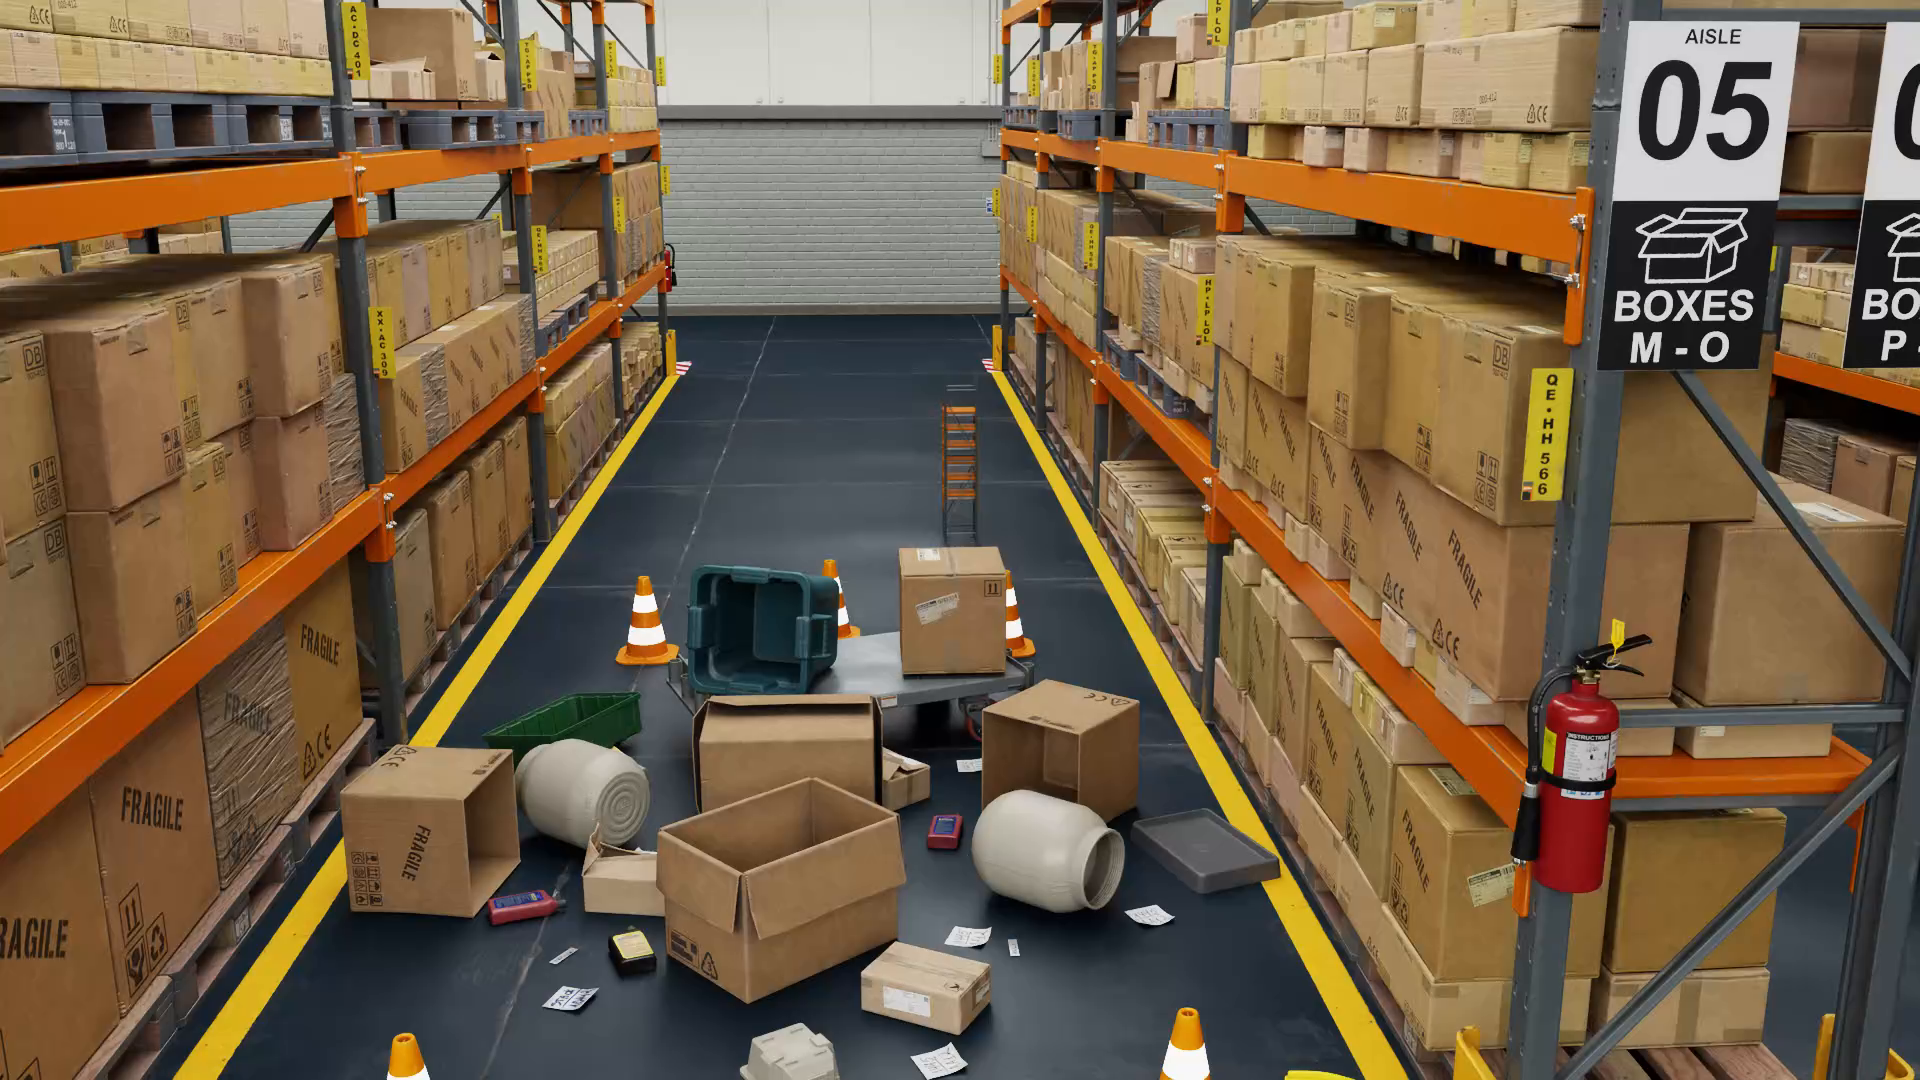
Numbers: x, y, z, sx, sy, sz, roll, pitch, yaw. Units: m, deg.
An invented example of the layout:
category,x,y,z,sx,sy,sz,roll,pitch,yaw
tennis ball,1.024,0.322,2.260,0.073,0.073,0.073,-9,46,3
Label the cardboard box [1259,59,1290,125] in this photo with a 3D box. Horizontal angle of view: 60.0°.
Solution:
category,x,y,z,sx,sy,sz,roll,pitch,yaw
cardboard box,1.528,-1.821,6.769,0.500,0.250,0.500,-1,14,-4

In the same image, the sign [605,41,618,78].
category,x,y,z,sx,sy,sz,roll,pitch,yaw
sign,-3.144,-4.330,14.988,0.100,0.325,0.005,-1,14,-3

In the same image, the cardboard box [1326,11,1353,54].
category,x,y,z,sx,sy,sz,roll,pitch,yaw
cardboard box,1.562,-1.850,6.079,0.380,0.149,0.250,-1,14,-4

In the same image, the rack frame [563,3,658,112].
category,x,y,z,sx,sy,sz,roll,pitch,yaw
rack frame,-3.945,-6.327,18.558,1.000,3.000,0.127,-1,14,-3

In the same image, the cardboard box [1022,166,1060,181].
category,x,y,z,sx,sy,sz,roll,pitch,yaw
cardboard box,0.854,-3.827,17.370,0.380,0.149,0.250,-1,14,-3

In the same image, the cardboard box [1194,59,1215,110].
category,x,y,z,sx,sy,sz,roll,pitch,yaw
cardboard box,1.526,-2.391,8.739,0.500,0.250,0.500,-1,14,-3

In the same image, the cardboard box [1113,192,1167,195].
category,x,y,z,sx,sy,sz,roll,pitch,yaw
cardboard box,1.555,-2.825,14.780,0.500,0.500,0.500,-1,14,-2

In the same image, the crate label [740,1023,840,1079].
category,x,y,z,sx,sy,sz,roll,pitch,yaw
crate label,-0.531,1.662,5.290,0.250,0.136,0.298,-9,17,-32

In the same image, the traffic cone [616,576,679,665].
category,x,y,z,sx,sy,sz,roll,pitch,yaw
traffic cone,-1.778,0.434,9.409,0.336,0.463,0.334,-1,14,-3

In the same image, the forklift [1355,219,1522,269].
category,x,y,z,sx,sy,sz,roll,pitch,yaw
forklift,3.141,-1.197,10.798,1.130,2.935,3.031,-1,14,-3

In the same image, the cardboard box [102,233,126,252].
category,x,y,z,sx,sy,sz,roll,pitch,yaw
cardboard box,-8.451,-3.056,16.082,0.500,0.500,0.500,-1,14,-3

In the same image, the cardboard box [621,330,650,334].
category,x,y,z,sx,sy,sz,roll,pitch,yaw
cardboard box,-3.605,-2.214,18.294,0.380,0.149,0.250,-1,15,-6

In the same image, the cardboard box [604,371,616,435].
category,x,y,z,sx,sy,sz,roll,pitch,yaw
cardboard box,-3.400,-1.239,14.998,0.500,0.500,0.500,-1,14,-5

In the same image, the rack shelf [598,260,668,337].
category,x,y,z,sx,sy,sz,roll,pitch,yaw
rack shelf,-3.821,-2.576,17.462,1.077,0.370,4.000,-1,14,-3

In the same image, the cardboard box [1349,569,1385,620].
category,x,y,z,sx,sy,sz,roll,pitch,yaw
cardboard box,1.595,0.171,5.846,0.380,0.149,0.250,-1,14,-4

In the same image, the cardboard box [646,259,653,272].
category,x,y,z,sx,sy,sz,roll,pitch,yaw
cardboard box,-3.595,-3.036,18.309,0.380,0.149,0.250,0,14,-2

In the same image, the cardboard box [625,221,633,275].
category,x,y,z,sx,sy,sz,roll,pitch,yaw
cardboard box,-3.514,-2.869,16.361,0.500,0.500,0.500,-1,14,-3

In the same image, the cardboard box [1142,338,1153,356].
category,x,y,z,sx,sy,sz,roll,pitch,yaw
cardboard box,1.364,-1.265,10.583,0.380,0.149,0.250,0,14,0

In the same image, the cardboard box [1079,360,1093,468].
category,x,y,z,sx,sy,sz,roll,pitch,yaw
cardboard box,1.474,-1.103,13.715,0.875,0.875,0.875,-1,14,-3

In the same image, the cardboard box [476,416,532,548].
category,x,y,z,sx,sy,sz,roll,pitch,yaw
cardboard box,-3.501,-0.393,11.206,1.050,0.750,0.750,-1,14,-4

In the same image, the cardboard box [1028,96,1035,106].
category,x,y,z,sx,sy,sz,roll,pitch,yaw
cardboard box,0.862,-4.331,16.280,0.380,0.149,0.250,-1,14,-2

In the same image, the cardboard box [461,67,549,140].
category,x,y,z,sx,sy,sz,roll,pitch,yaw
cardboard box,-3.219,-3.079,11.754,0.500,0.500,0.500,-1,14,-3

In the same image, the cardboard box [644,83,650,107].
category,x,y,z,sx,sy,sz,roll,pitch,yaw
cardboard box,-3.630,-4.806,17.964,0.500,0.250,0.500,-1,14,-5

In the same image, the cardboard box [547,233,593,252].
category,x,y,z,sx,sy,sz,roll,pitch,yaw
cardboard box,-3.460,-2.633,14.708,0.380,0.149,0.250,-1,14,-5

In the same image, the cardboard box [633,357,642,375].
category,x,y,z,sx,sy,sz,roll,pitch,yaw
cardboard box,-3.516,-1.810,17.323,0.380,0.149,0.250,-1,14,-4

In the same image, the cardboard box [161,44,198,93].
category,x,y,z,sx,sy,sz,roll,pitch,yaw
cardboard box,-2.764,-1.555,5.491,0.380,0.149,0.250,-1,14,-4

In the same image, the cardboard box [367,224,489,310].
category,x,y,z,sx,sy,sz,roll,pitch,yaw
cardboard box,-3.399,-1.727,10.512,0.700,0.500,0.500,-1,14,-4

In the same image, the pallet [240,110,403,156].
category,x,y,z,sx,sy,sz,roll,pitch,yaw
pallet,-3.308,-2.025,8.239,0.805,0.209,1.217,-1,15,-6

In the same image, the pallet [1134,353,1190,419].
category,x,y,z,sx,sy,sz,roll,pitch,yaw
pallet,1.648,-0.949,10.080,1.003,0.211,1.213,-1,14,-3

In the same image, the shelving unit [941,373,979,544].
category,x,y,z,sx,sy,sz,roll,pitch,yaw
shelving unit,0.001,-0.577,11.863,0.258,1.200,0.189,-1,14,-3

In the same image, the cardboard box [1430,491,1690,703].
category,x,y,z,sx,sy,sz,roll,pitch,yaw
cardboard box,1.672,0.133,4.693,0.500,0.500,0.500,-1,14,-4

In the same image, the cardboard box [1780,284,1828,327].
category,x,y,z,sx,sy,sz,roll,pitch,yaw
cardboard box,6.198,-1.666,11.780,0.500,0.250,0.500,-1,14,-3

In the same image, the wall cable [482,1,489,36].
category,x,y,z,sx,sy,sz,roll,pitch,yaw
wall cable,-5.812,-9.293,23.629,2.277,5.999,0.120,-1,14,-3

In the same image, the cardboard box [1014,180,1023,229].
category,x,y,z,sx,sy,sz,roll,pitch,yaw
cardboard box,0.845,-3.552,17.604,0.500,0.500,0.500,-1,14,-3

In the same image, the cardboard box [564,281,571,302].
category,x,y,z,sx,sy,sz,roll,pitch,yaw
cardboard box,-3.375,-2.023,13.529,0.380,0.149,0.250,-1,14,-5

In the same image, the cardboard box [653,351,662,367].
category,x,y,z,sx,sy,sz,roll,pitch,yaw
cardboard box,-3.587,-2.054,18.869,0.380,0.149,0.250,0,14,-2

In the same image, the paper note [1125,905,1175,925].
category,x,y,z,sx,sy,sz,roll,pitch,yaw
paper note,0.730,1.436,6.383,0.142,0.019,0.148,-6,16,-23

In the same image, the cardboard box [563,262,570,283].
category,x,y,z,sx,sy,sz,roll,pitch,yaw
cardboard box,-3.381,-2.168,13.499,0.380,0.149,0.250,0,14,-1

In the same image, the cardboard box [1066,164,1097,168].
category,x,y,z,sx,sy,sz,roll,pitch,yaw
cardboard box,1.345,-3.967,17.917,0.380,0.149,0.250,-1,14,-2

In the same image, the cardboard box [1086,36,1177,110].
category,x,y,z,sx,sy,sz,roll,pitch,yaw
cardboard box,1.311,-3.331,11.883,0.797,0.503,0.637,-2,15,-7

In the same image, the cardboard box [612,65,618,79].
category,x,y,z,sx,sy,sz,roll,pitch,yaw
cardboard box,-3.500,-4.513,16.026,0.380,0.149,0.250,-1,14,-5

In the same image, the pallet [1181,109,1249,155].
category,x,y,z,sx,sy,sz,roll,pitch,yaw
pallet,1.801,-2.056,8.353,1.213,0.211,1.003,-1,14,-3

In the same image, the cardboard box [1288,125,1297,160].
category,x,y,z,sx,sy,sz,roll,pitch,yaw
cardboard box,1.593,-1.663,6.953,0.380,0.149,0.250,-1,14,-3

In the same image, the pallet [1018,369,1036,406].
category,x,y,z,sx,sy,sz,roll,pitch,yaw
pallet,1.189,-1.672,18.103,1.003,0.211,1.213,-1,14,-3

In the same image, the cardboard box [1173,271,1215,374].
category,x,y,z,sx,sy,sz,roll,pitch,yaw
cardboard box,1.443,-1.169,8.911,0.500,0.500,0.500,-1,14,-3

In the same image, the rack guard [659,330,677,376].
category,x,y,z,sx,sy,sz,roll,pitch,yaw
rack guard,-3.940,-2.192,19.543,1.175,0.500,0.348,-1,14,-3

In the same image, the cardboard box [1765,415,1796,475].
category,x,y,z,sx,sy,sz,roll,pitch,yaw
cardboard box,6.198,-0.706,12.923,0.500,0.500,0.500,0,14,-2

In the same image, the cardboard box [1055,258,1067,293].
category,x,y,z,sx,sy,sz,roll,pitch,yaw
cardboard box,1.081,-2.203,13.867,0.500,0.250,0.500,-1,14,-5

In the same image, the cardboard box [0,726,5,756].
category,x,y,z,sx,sy,sz,roll,pitch,yaw
cardboard box,-3.022,0.393,4.177,0.875,0.550,0.550,-1,14,-3

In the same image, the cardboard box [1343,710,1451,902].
category,x,y,z,sx,sy,sz,roll,pitch,yaw
cardboard box,1.635,0.896,5.694,0.500,0.500,0.500,0,14,-1

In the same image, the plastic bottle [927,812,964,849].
category,x,y,z,sx,sy,sz,roll,pitch,yaw
plastic bottle,-0.059,1.234,7.107,0.133,0.061,0.283,2,15,6

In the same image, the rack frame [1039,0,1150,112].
category,x,y,z,sx,sy,sz,roll,pitch,yaw
rack frame,1.237,-5.434,15.086,1.000,3.000,0.127,-1,14,-3

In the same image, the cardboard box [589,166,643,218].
category,x,y,z,sx,sy,sz,roll,pitch,yaw
cardboard box,-3.560,-3.602,17.201,0.500,0.500,0.500,-1,14,-5
